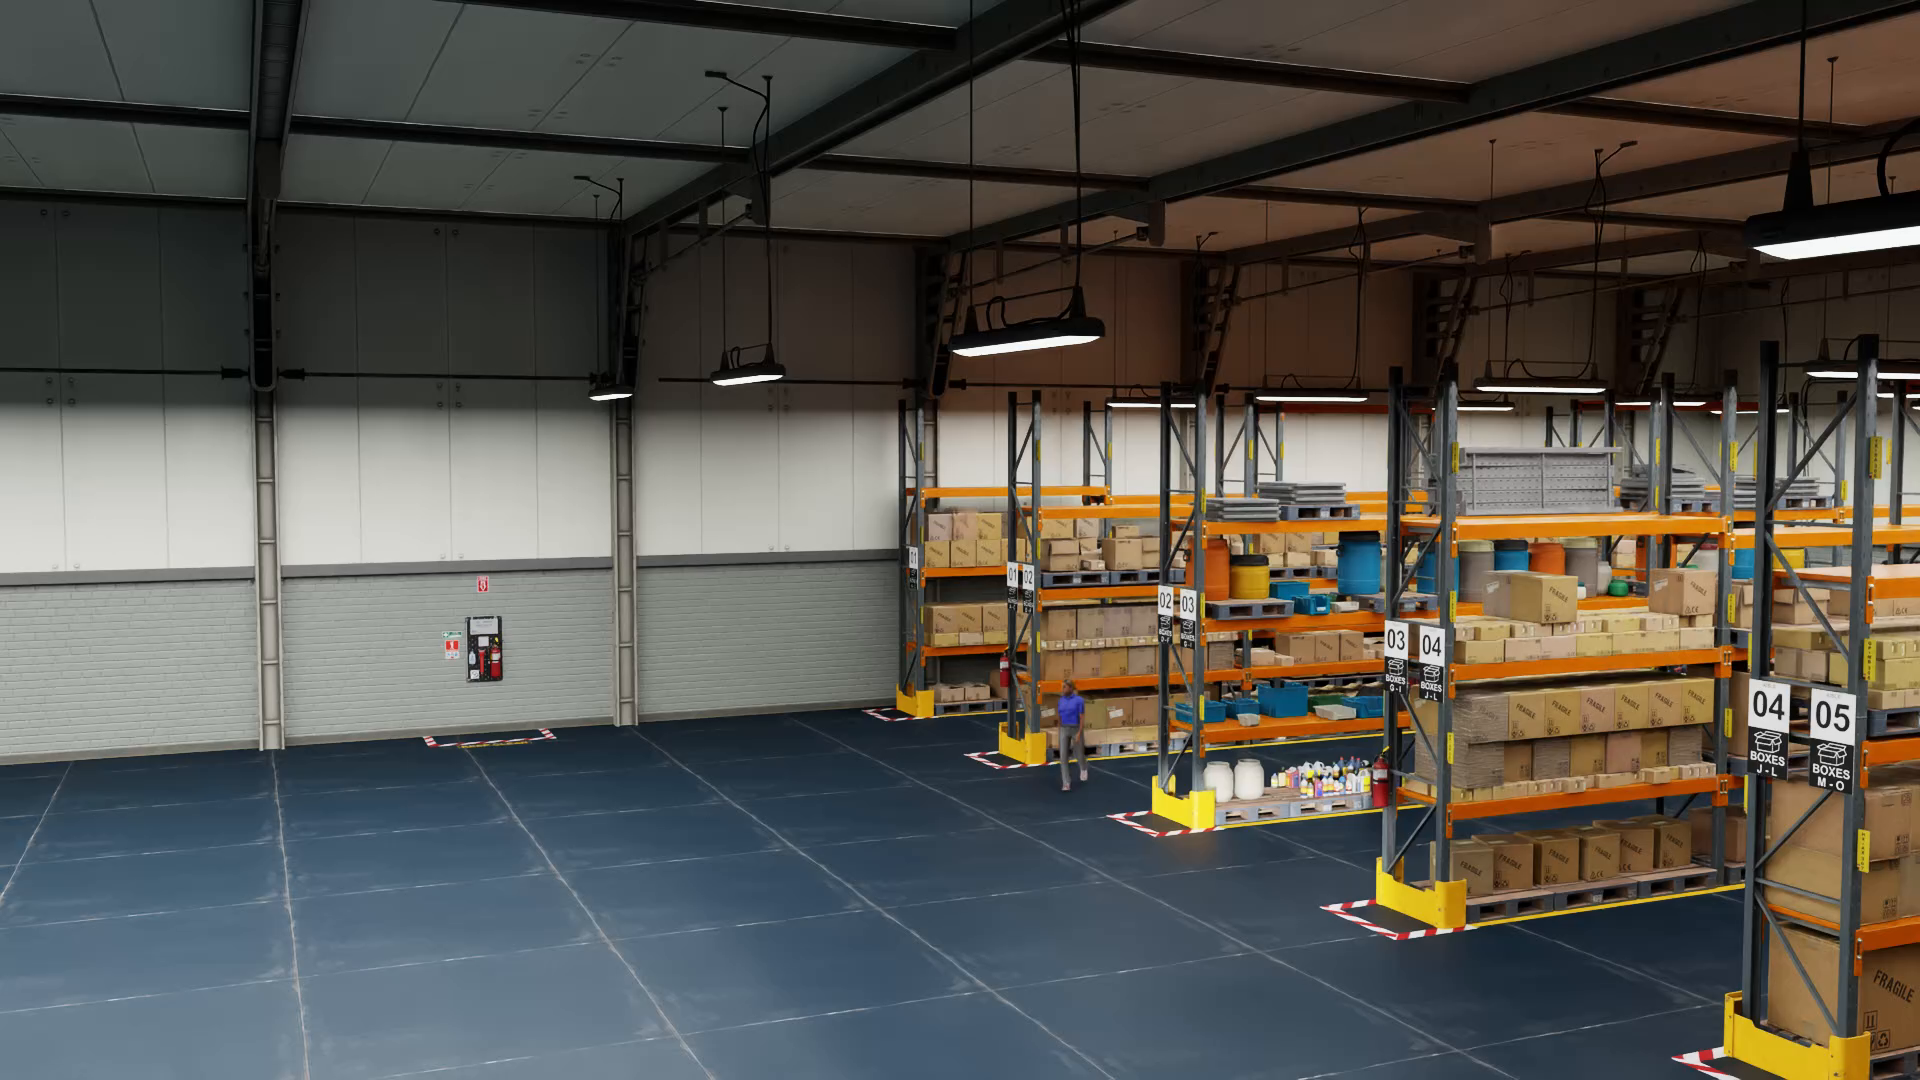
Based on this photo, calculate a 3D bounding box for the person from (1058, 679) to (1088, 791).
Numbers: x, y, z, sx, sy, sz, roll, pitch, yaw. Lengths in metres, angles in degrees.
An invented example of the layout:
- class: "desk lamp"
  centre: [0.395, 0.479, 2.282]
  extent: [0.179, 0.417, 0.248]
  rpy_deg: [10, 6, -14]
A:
- class: "person"
  centre: [1.656, 2.890, 24.864]
  extent: [0.448, 1.613, 0.763]
  rpy_deg: [1, 4, 18]
